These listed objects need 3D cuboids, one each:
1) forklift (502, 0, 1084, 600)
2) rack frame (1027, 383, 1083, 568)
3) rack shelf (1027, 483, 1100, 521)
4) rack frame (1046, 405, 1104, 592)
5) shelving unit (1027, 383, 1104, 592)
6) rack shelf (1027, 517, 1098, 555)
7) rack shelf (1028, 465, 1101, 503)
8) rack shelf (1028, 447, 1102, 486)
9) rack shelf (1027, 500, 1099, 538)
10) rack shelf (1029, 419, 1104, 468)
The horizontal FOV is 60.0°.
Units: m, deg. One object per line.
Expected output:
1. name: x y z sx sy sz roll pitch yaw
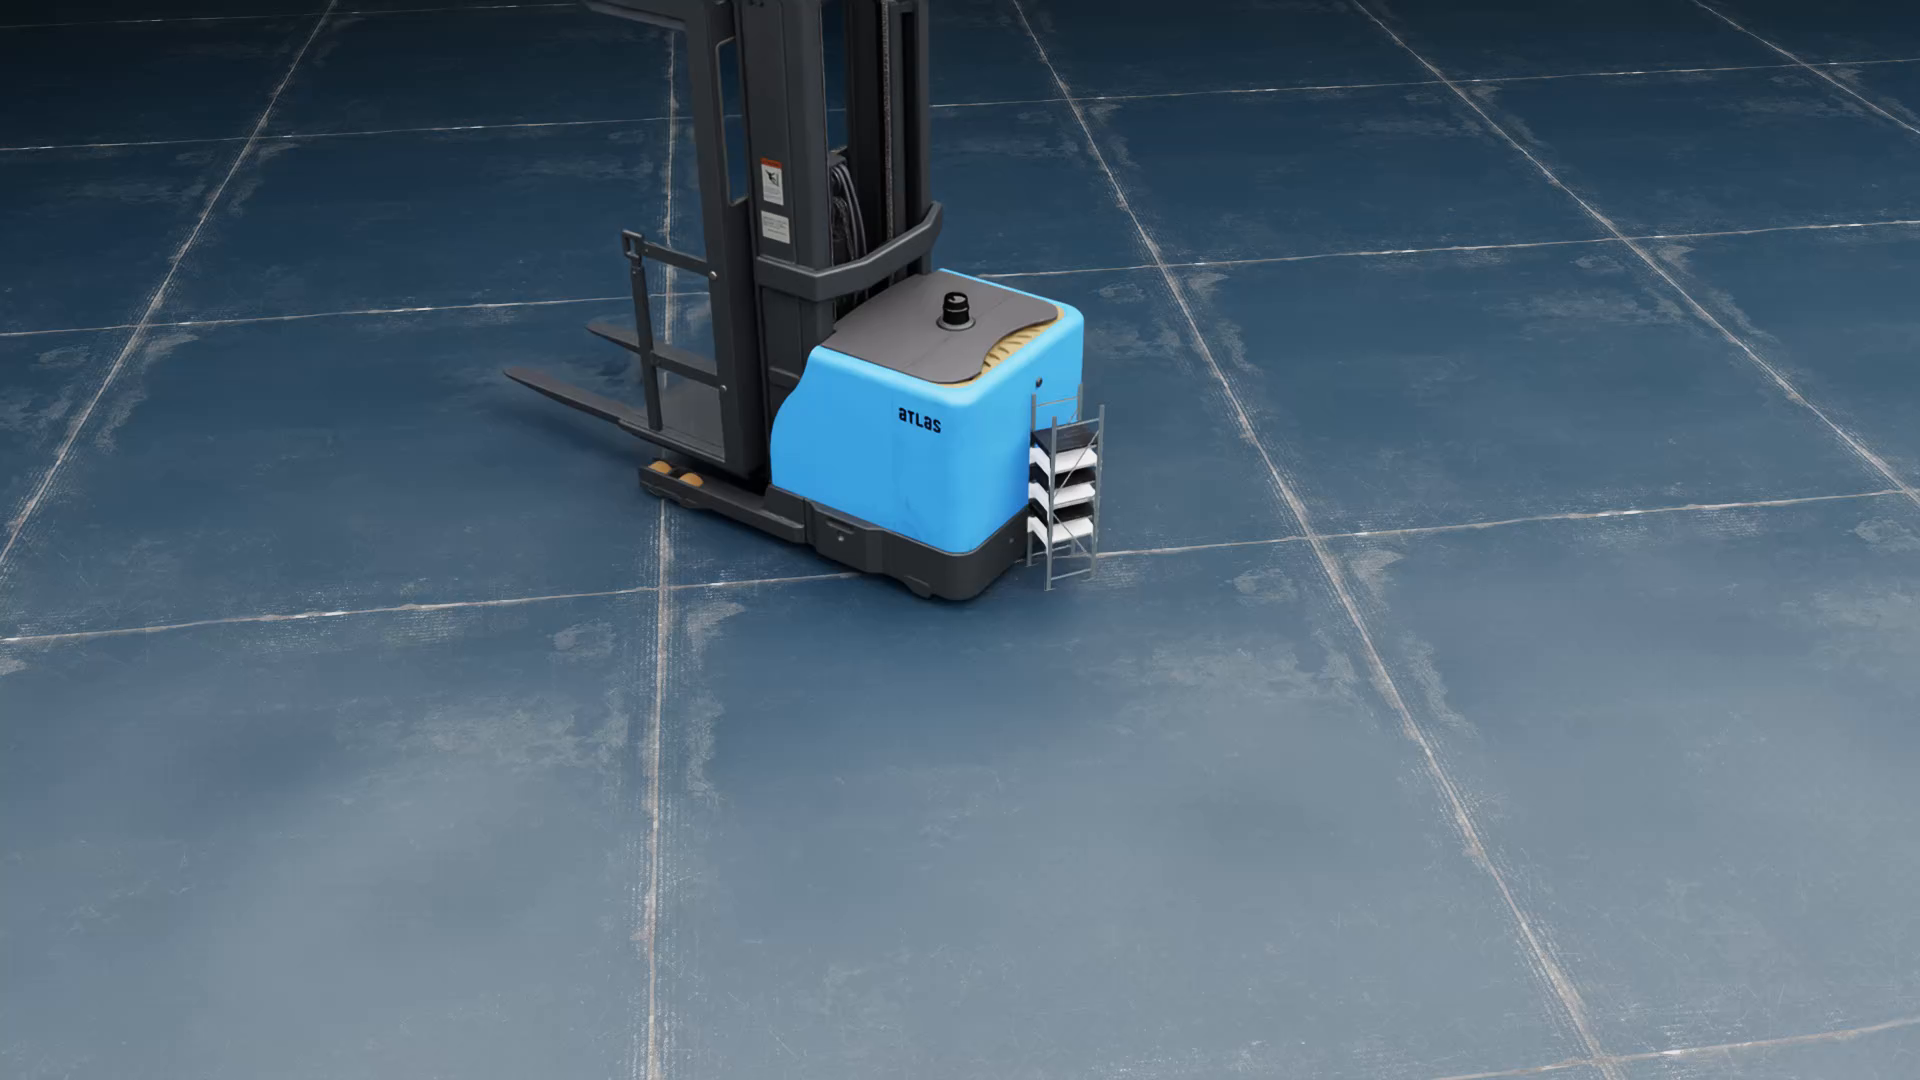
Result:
1. forklift: -0.943 -1.587 7.477 3.031 2.935 1.130 21 39 28
2. rack frame: 0.415 -0.274 7.352 0.240 0.900 0.006 -13 36 -19
3. rack shelf: 0.455 -0.193 7.294 0.258 0.077 0.200 -13 36 -19
4. rack frame: 0.494 -0.168 7.197 0.240 0.900 0.006 -13 36 -19
5. shelving unit: 0.455 -0.221 7.275 0.258 0.900 0.210 -13 36 -19
6. rack shelf: 0.455 -0.044 7.395 0.258 0.077 0.200 -13 36 -19
7. rack shelf: 0.455 -0.268 7.243 0.258 0.077 0.200 -13 36 -19
8. rack shelf: 0.455 -0.342 7.192 0.258 0.077 0.200 -13 36 -19
9. rack shelf: 0.455 -0.119 7.344 0.258 0.077 0.200 -13 36 -19
10. rack shelf: 0.455 -0.416 7.141 0.258 0.077 0.200 -13 36 -19
